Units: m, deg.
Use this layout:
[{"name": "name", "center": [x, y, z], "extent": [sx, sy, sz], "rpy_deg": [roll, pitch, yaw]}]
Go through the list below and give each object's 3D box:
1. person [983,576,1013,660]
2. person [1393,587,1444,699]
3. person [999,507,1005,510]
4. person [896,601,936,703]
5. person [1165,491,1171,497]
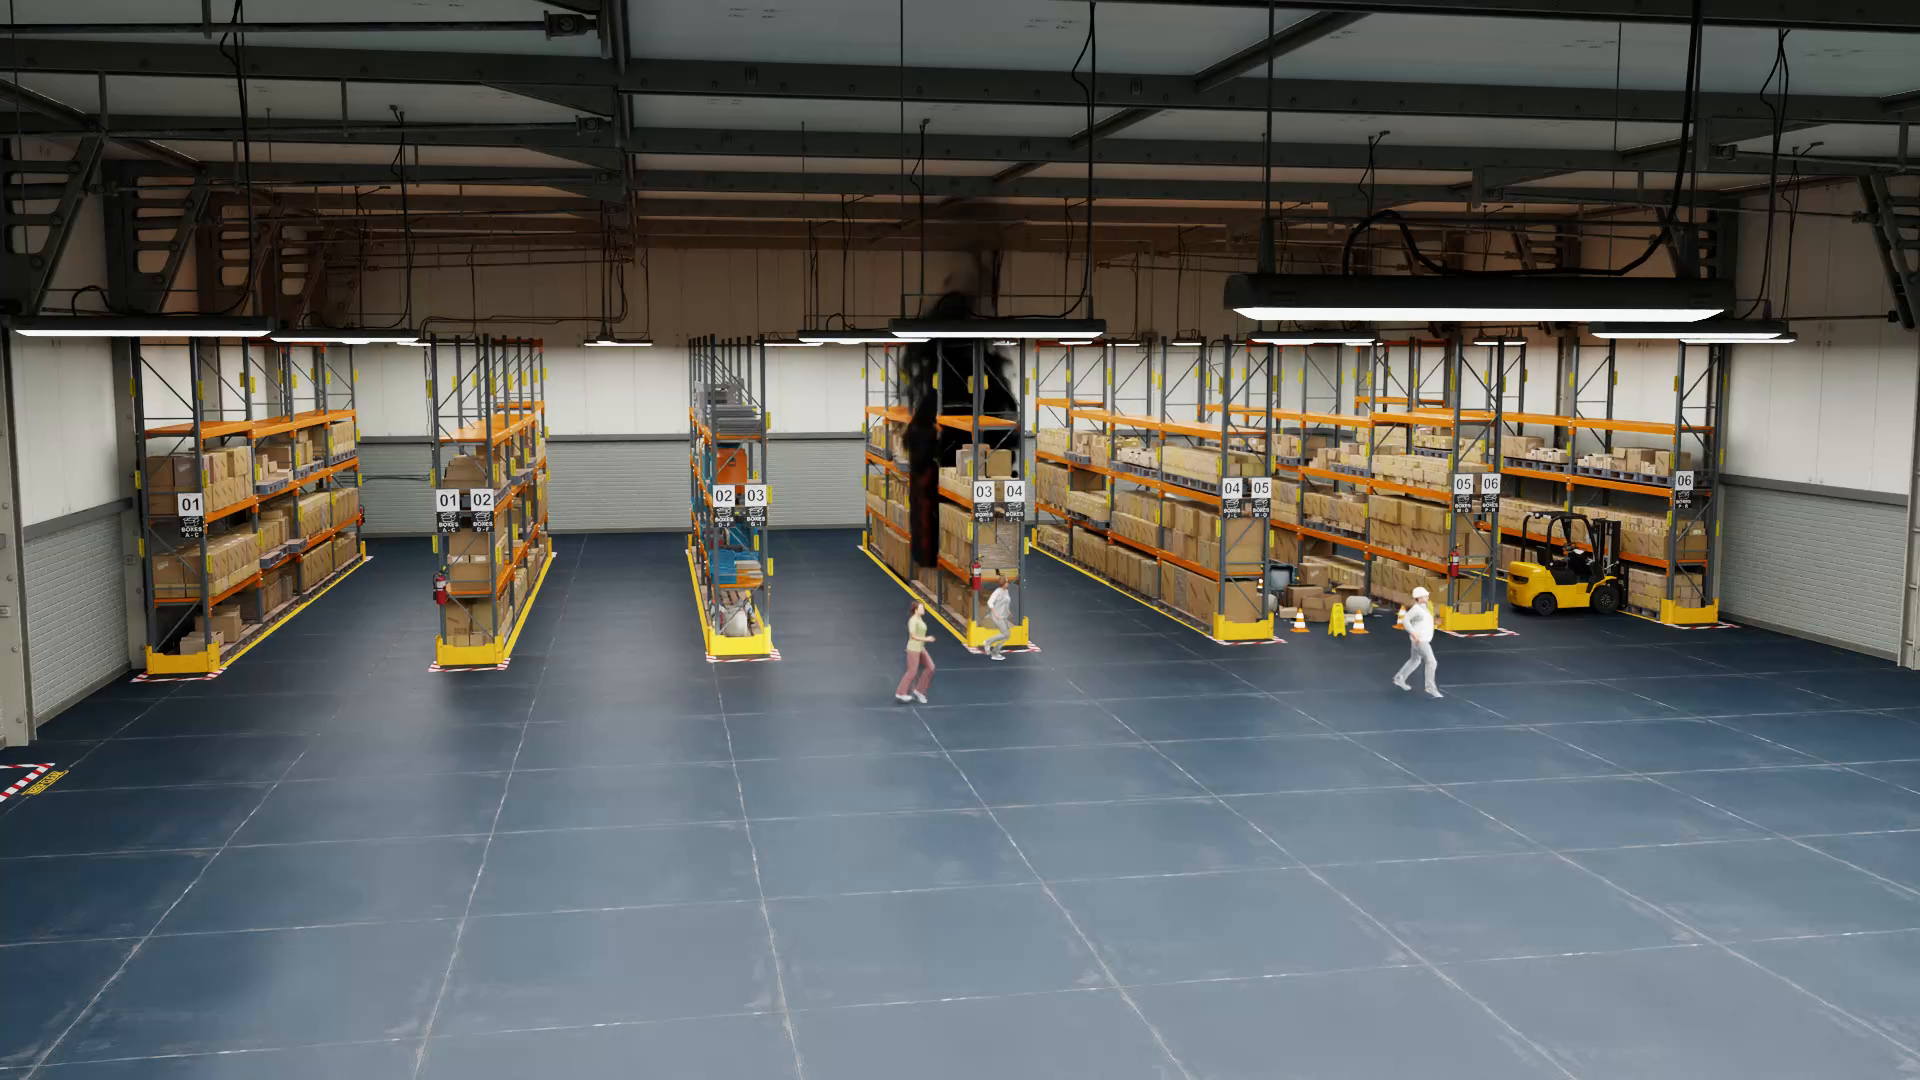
[{"name": "person", "center": [0.712, 1.435, 30.781], "extent": [0.516, 1.550, 0.552], "rpy_deg": [3, 7, 21]}, {"name": "person", "center": [7.608, 1.686, 27.522], "extent": [0.825, 1.822, 0.633], "rpy_deg": [3, 7, 22]}, {"name": "person", "center": [0.901, -0.684, 48.656], "extent": [0.749, 1.688, 0.542], "rpy_deg": [5, 8, 36]}, {"name": "person", "center": [-0.705, 1.828, 26.973], "extent": [0.695, 1.716, 0.592], "rpy_deg": [2, 7, 17]}, {"name": "person", "center": [6.203, -0.896, 50.733], "extent": [0.611, 1.602, 0.674], "rpy_deg": [0, 7, -4]}]
